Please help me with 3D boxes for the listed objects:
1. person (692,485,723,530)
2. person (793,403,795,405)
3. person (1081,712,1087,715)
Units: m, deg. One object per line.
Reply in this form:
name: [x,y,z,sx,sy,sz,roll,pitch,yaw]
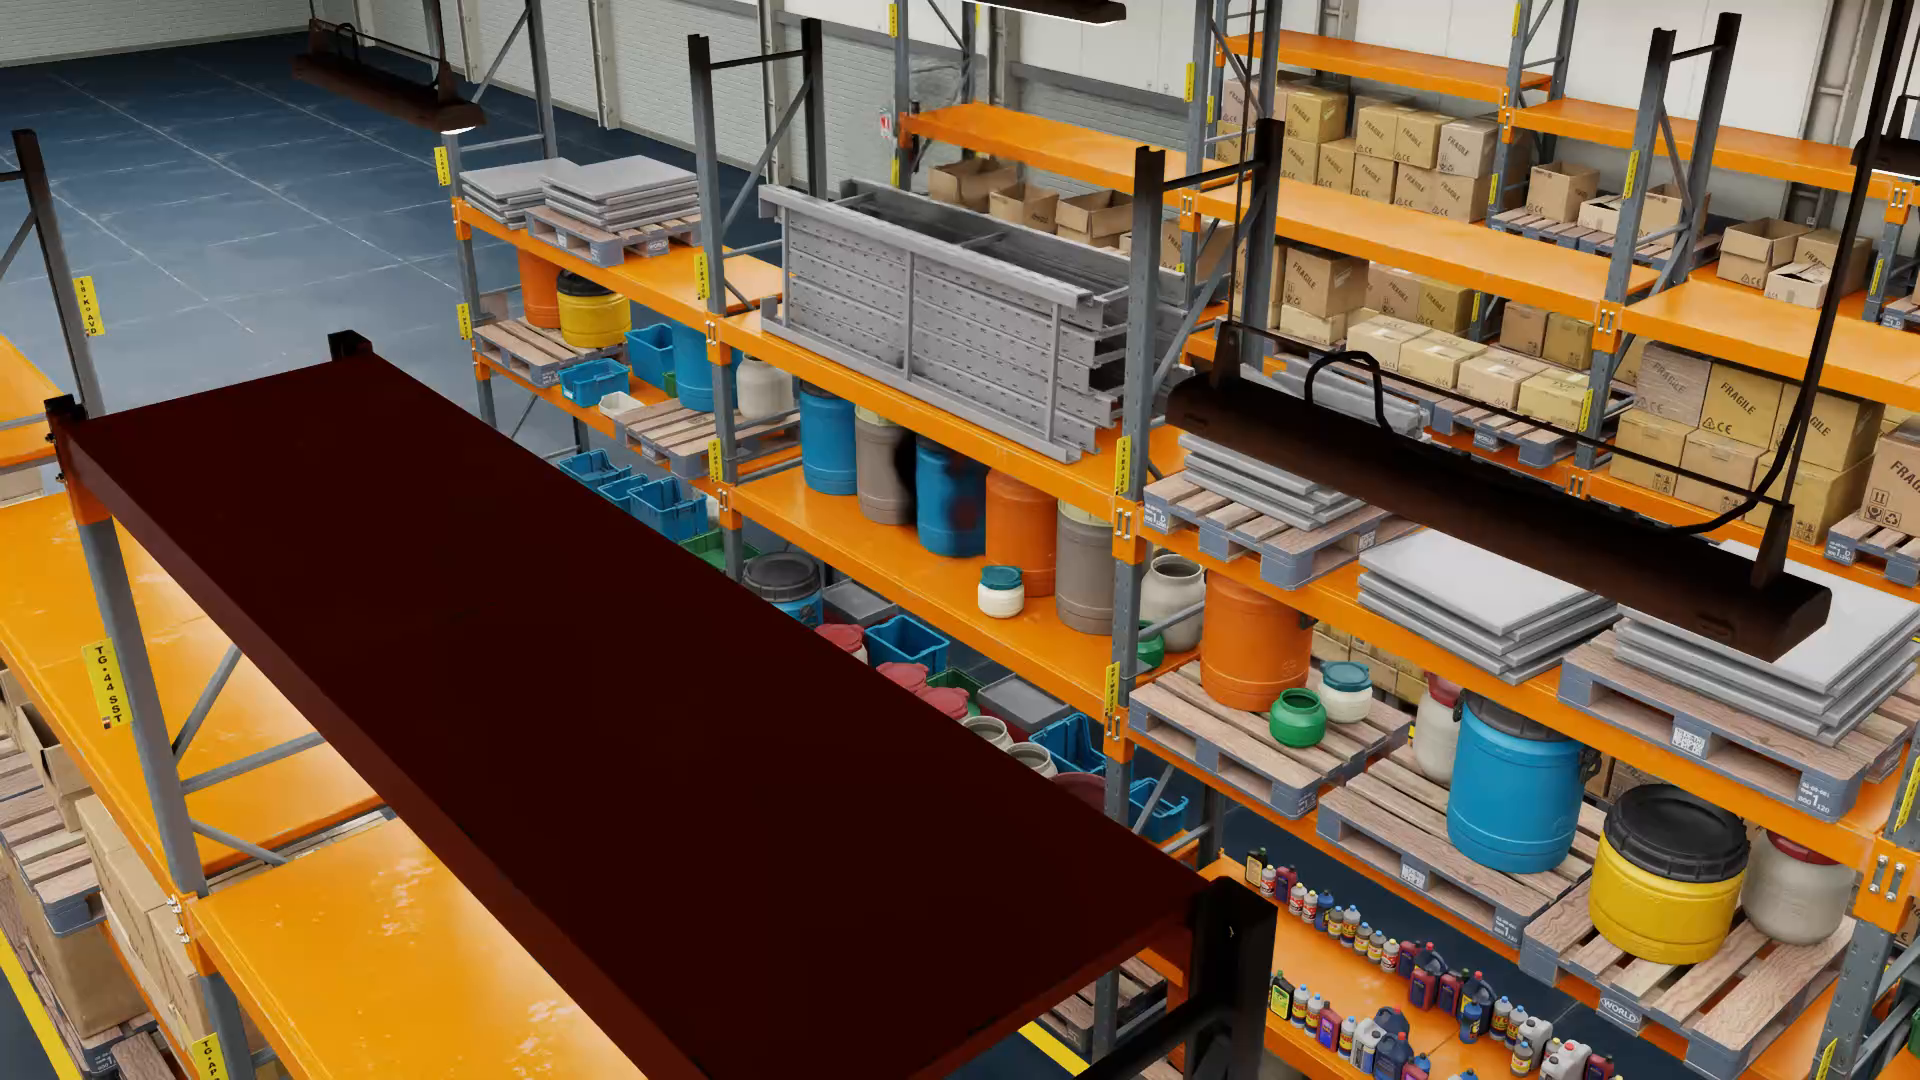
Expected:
person: [-2.451,-0.353,16.372,0.653,1.716,0.597,-24,35,-38]
person: [-2.235,-2.104,19.868,0.573,1.664,0.585,-4,27,-8]
person: [0.802,0.806,14.072,0.917,1.748,0.678,21,34,35]
